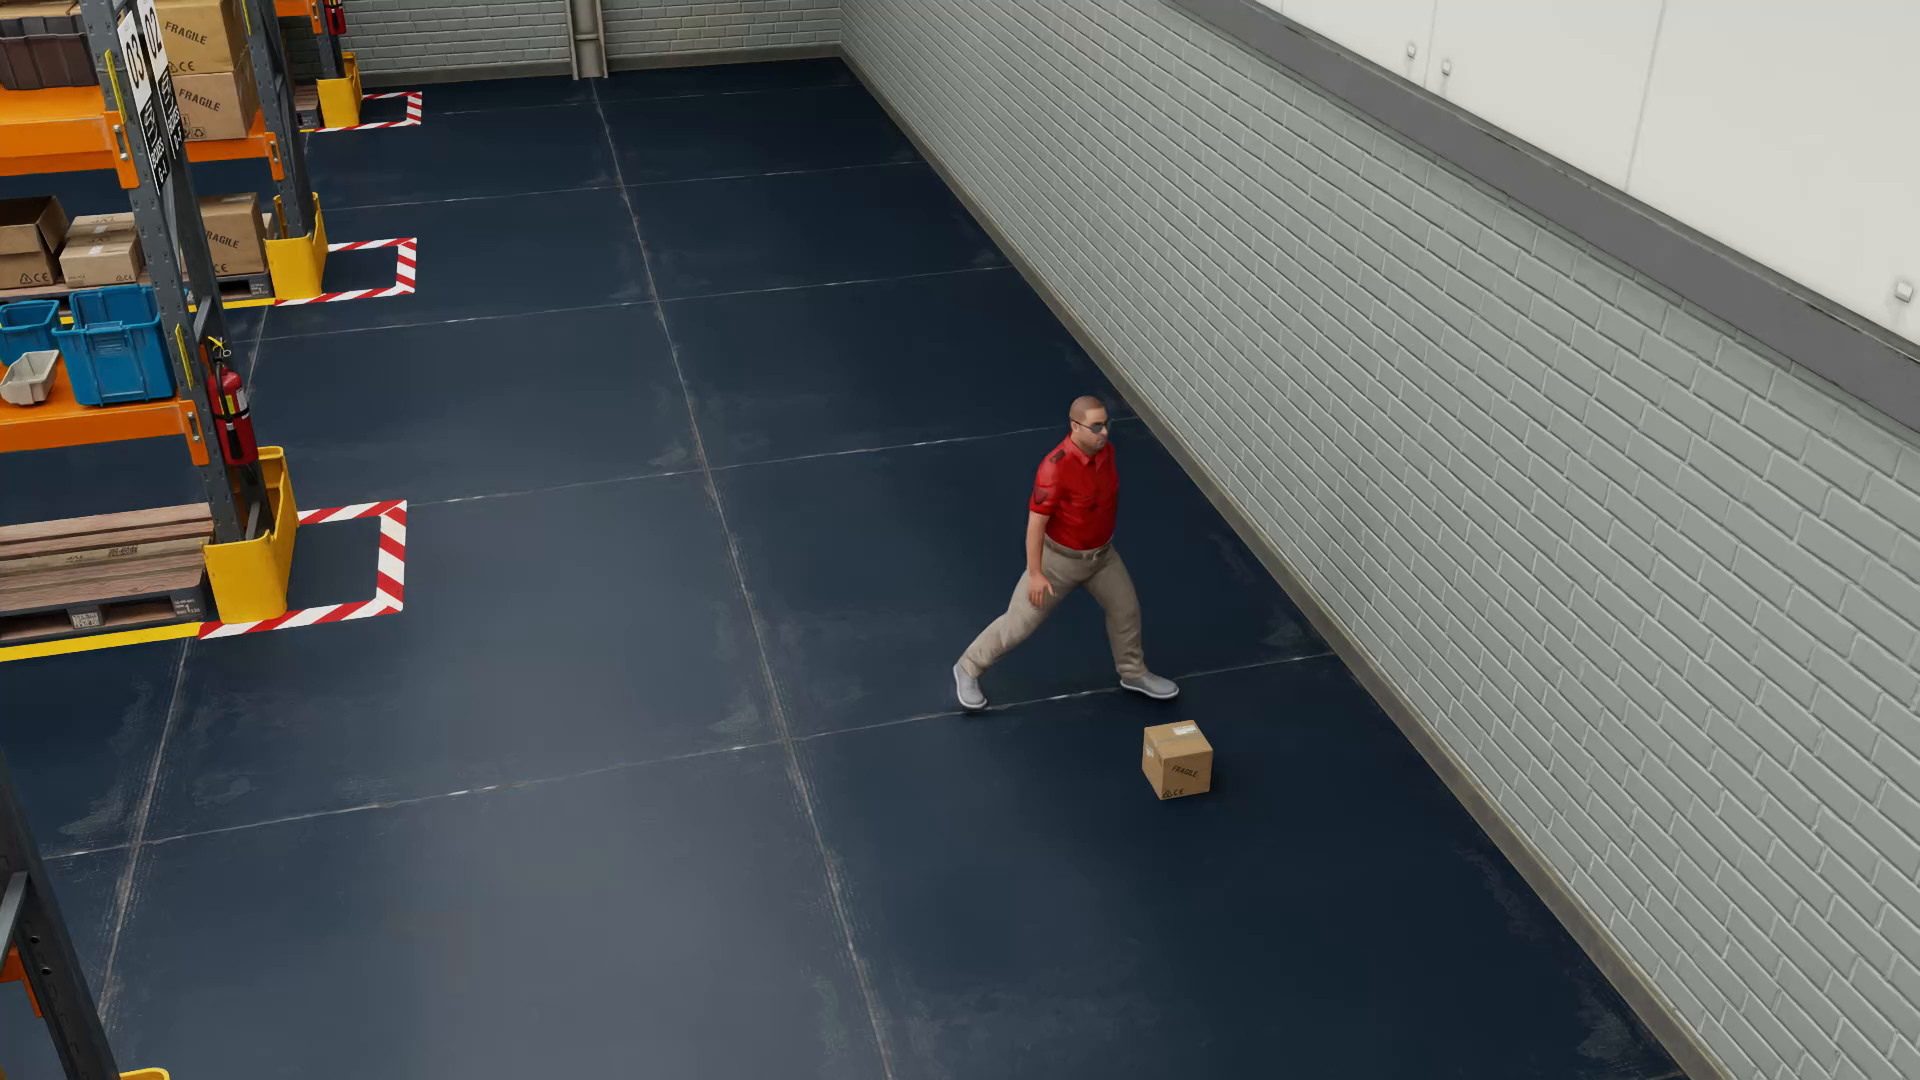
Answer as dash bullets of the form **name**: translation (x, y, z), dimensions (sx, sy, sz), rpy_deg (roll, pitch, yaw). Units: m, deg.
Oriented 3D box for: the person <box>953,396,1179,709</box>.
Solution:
- **person**: translation (0.510, 0.087, 8.132), dimensions (0.914, 1.677, 0.901), rpy_deg (-26, 39, -37)
